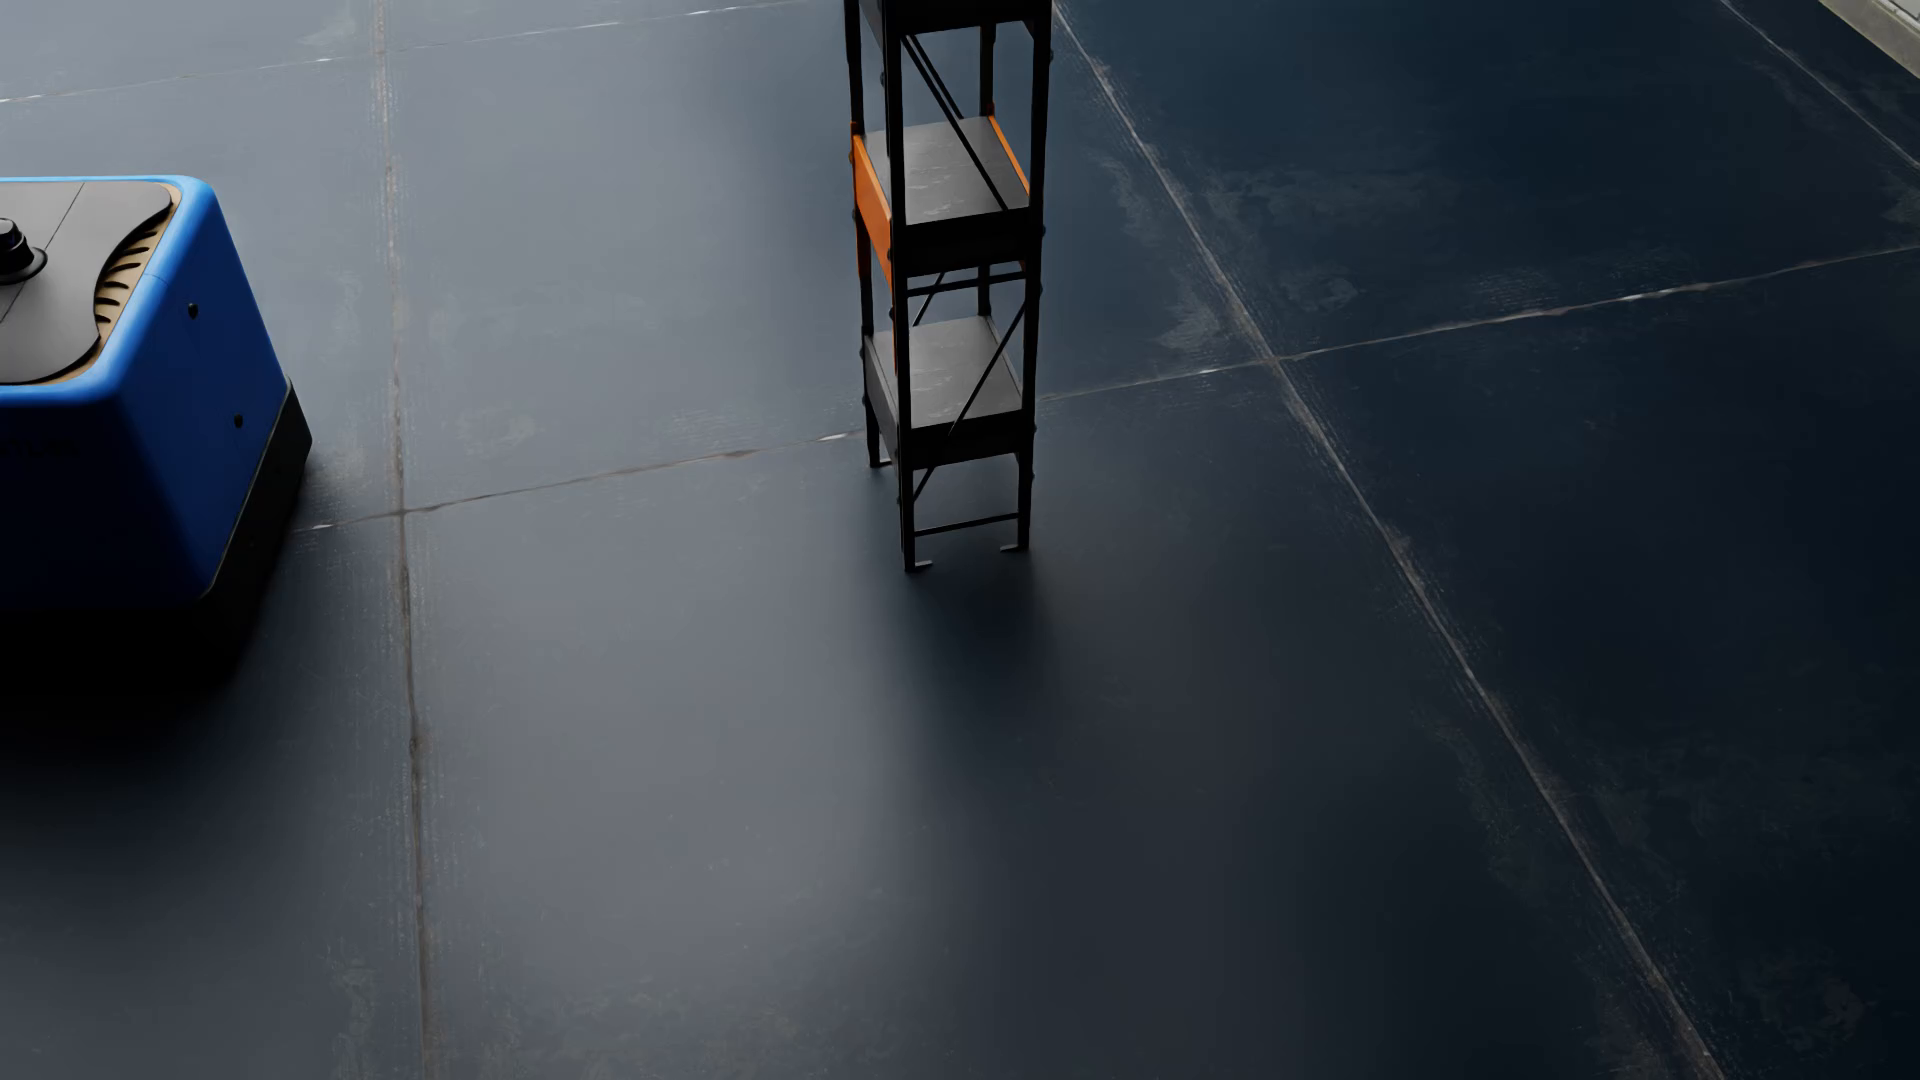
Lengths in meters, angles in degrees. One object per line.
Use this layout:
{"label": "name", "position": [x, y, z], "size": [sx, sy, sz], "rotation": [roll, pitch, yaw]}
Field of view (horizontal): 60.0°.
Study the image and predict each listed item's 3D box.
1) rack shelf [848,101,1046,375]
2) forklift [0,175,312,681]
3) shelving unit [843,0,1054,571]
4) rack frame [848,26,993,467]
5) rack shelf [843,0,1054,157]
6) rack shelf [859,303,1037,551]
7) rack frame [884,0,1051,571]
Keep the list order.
{"label": "rack shelf", "position": [-0.042, -0.840, 4.622], "size": [0.431, 0.518, 0.480], "rotation": [-11, 47, -10]}
{"label": "forklift", "position": [-3.629, -0.958, 4.136], "size": [3.031, 2.935, 1.130], "rotation": [-1, 46, -1]}
{"label": "shelving unit", "position": [-0.042, -0.849, 4.612], "size": [0.431, 2.100, 0.503], "rotation": [-11, 47, -10]}
{"label": "rack frame", "position": [-0.105, -1.018, 4.777], "size": [0.400, 2.100, 0.015], "rotation": [-11, 47, -10]}
{"label": "rack shelf", "position": [-0.042, -1.330, 4.122], "size": [0.431, 0.518, 0.480], "rotation": [-11, 47, -10]}
{"label": "rack shelf", "position": [-0.042, -0.350, 5.122], "size": [0.431, 0.518, 0.480], "rotation": [-11, 47, -10]}
{"label": "rack frame", "position": [0.020, -0.681, 4.447], "size": [0.400, 2.100, 0.015], "rotation": [-11, 47, -10]}
